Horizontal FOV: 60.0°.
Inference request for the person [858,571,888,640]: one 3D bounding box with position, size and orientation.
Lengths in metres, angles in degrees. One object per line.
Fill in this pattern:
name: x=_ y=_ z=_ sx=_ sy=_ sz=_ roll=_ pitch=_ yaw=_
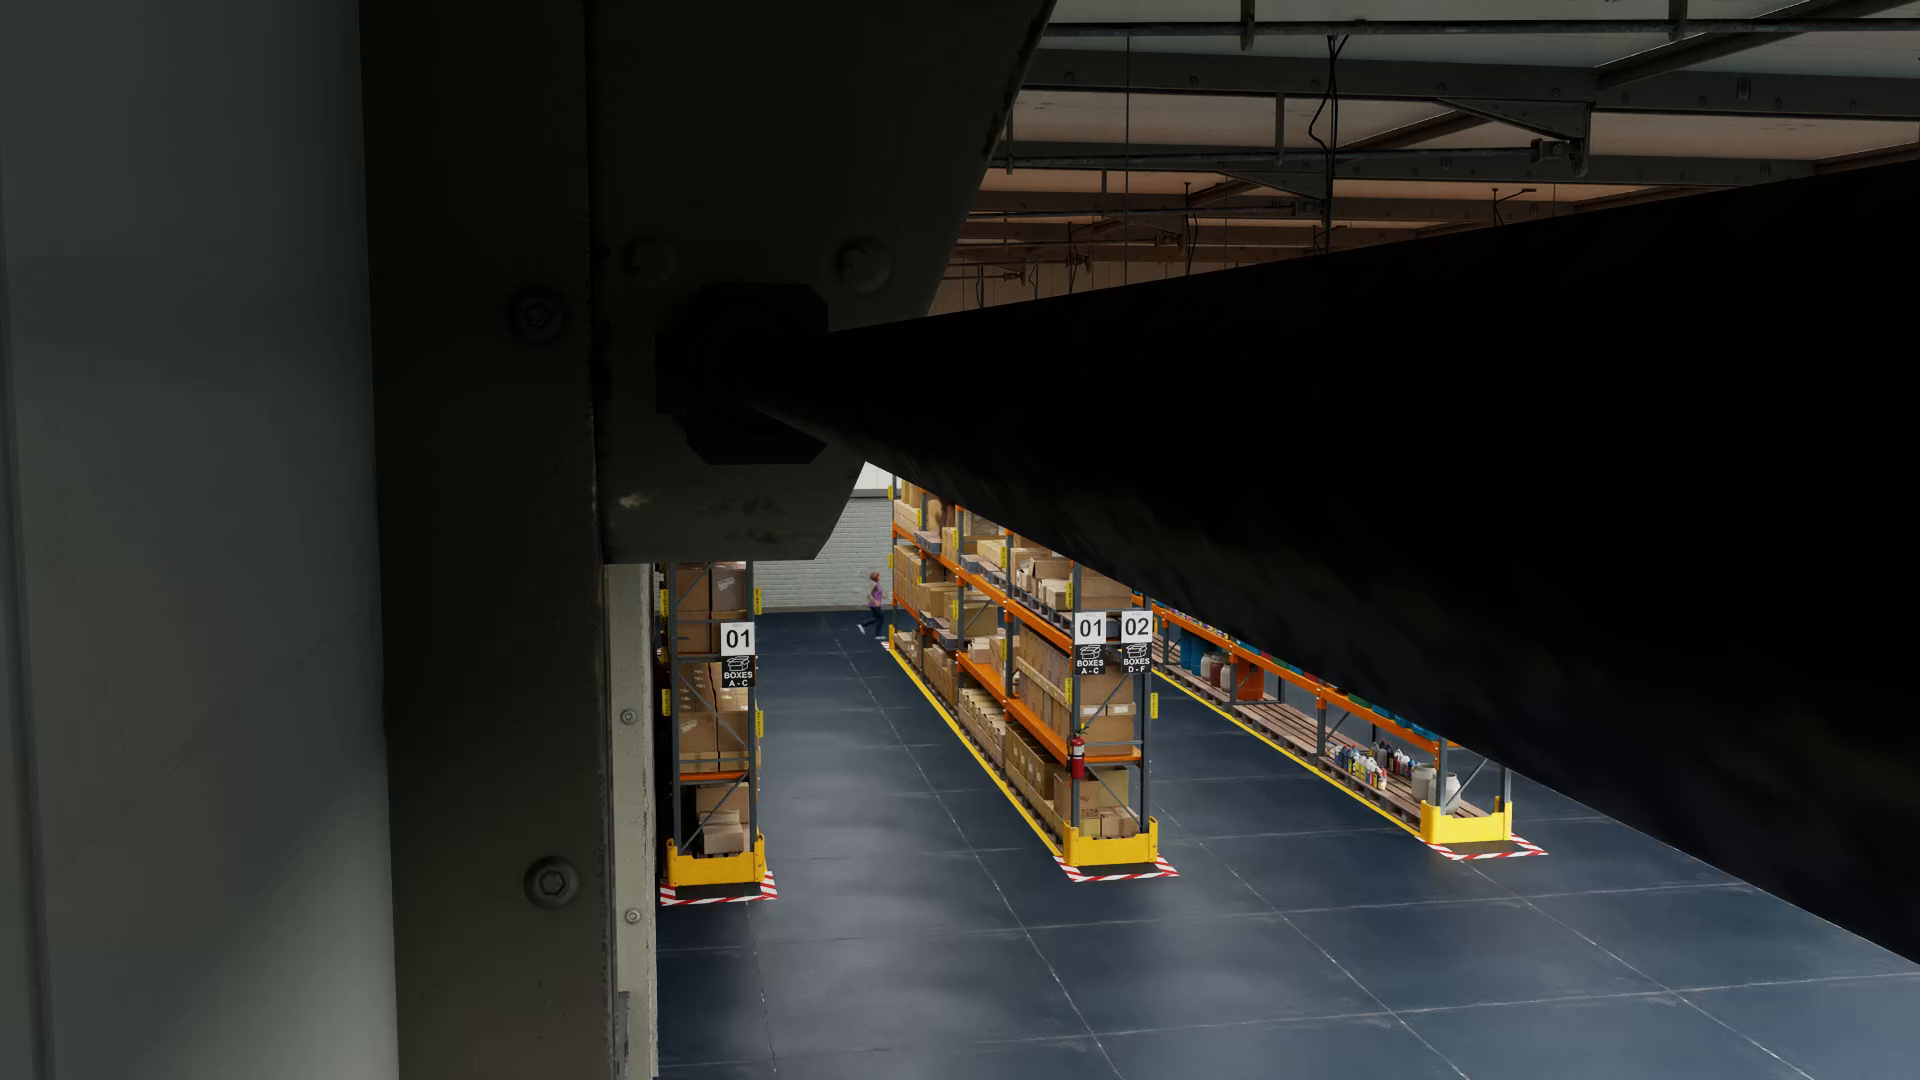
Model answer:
person: x=-1.965 y=1.497 z=37.632 sx=0.681 sy=1.540 sz=0.528 roll=0 pitch=6 yaw=-4
